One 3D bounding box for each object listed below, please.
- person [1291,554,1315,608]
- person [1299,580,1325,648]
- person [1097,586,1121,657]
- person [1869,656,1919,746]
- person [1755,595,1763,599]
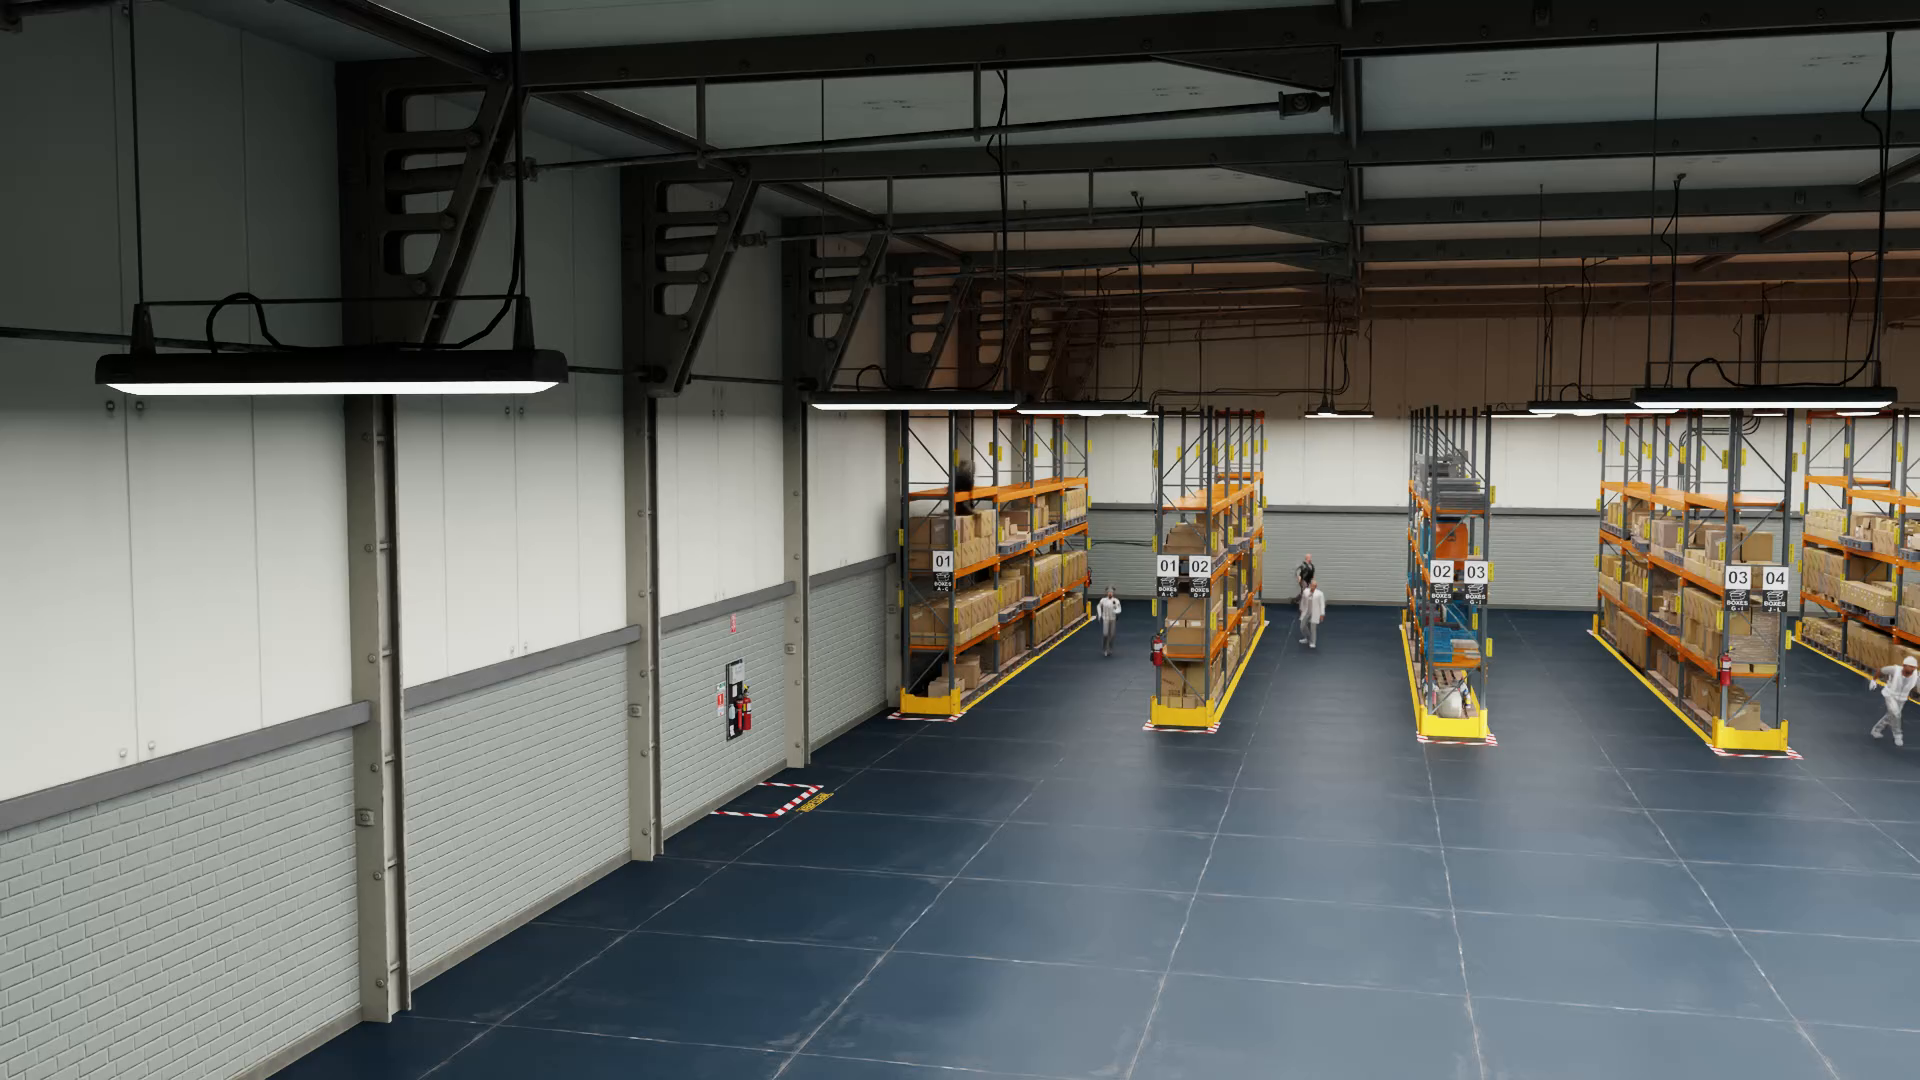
[{"bbox_3d":[10.388,1.273,50.159,0.599,1.681,0.915,-3,5,-38],"label":"person"},{"bbox_3d":[8.878,1.909,41.899,0.750,1.611,0.601,2,5,30],"label":"person"},{"bbox_3d":[3.633,1.983,40.437,0.574,1.713,0.677,0,4,3],"label":"person"},{"bbox_3d":[16.541,2.798,29.366,0.685,1.579,1.135,0,4,-1],"label":"person"},{"bbox_3d":[20.982,1.750,44.054,0.719,1.629,0.732,4,6,43],"label":"person"}]
